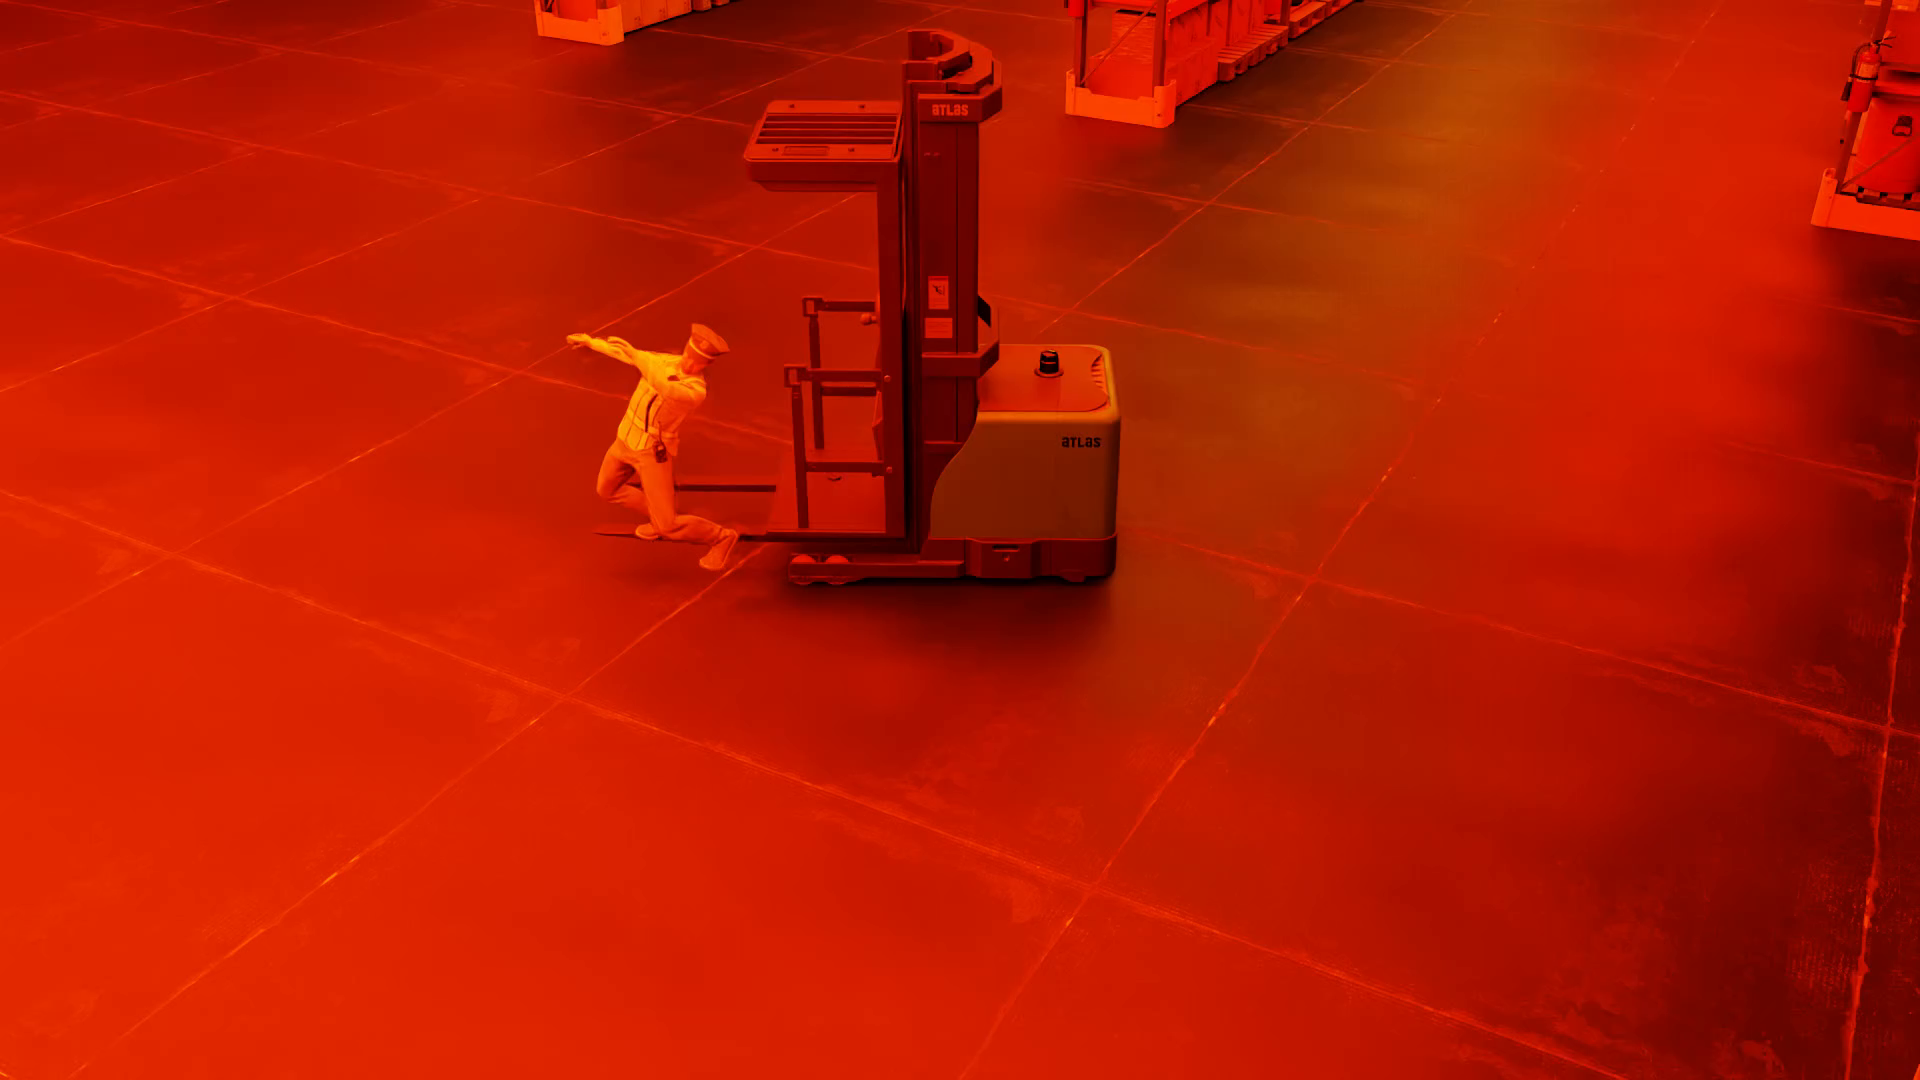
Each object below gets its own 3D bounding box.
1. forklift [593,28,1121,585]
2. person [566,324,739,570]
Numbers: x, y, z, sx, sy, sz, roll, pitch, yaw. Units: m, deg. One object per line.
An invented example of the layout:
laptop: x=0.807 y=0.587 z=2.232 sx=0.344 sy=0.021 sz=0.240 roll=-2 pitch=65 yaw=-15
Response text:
forklift: x=-0.610 y=-1.275 z=9.279 sx=3.031 sy=2.935 sz=1.130 roll=0 pitch=30 yaw=1
person: x=-1.718 y=-0.628 z=9.292 sx=0.714 sy=1.459 sz=0.972 roll=-22 pitch=37 yaw=-33
